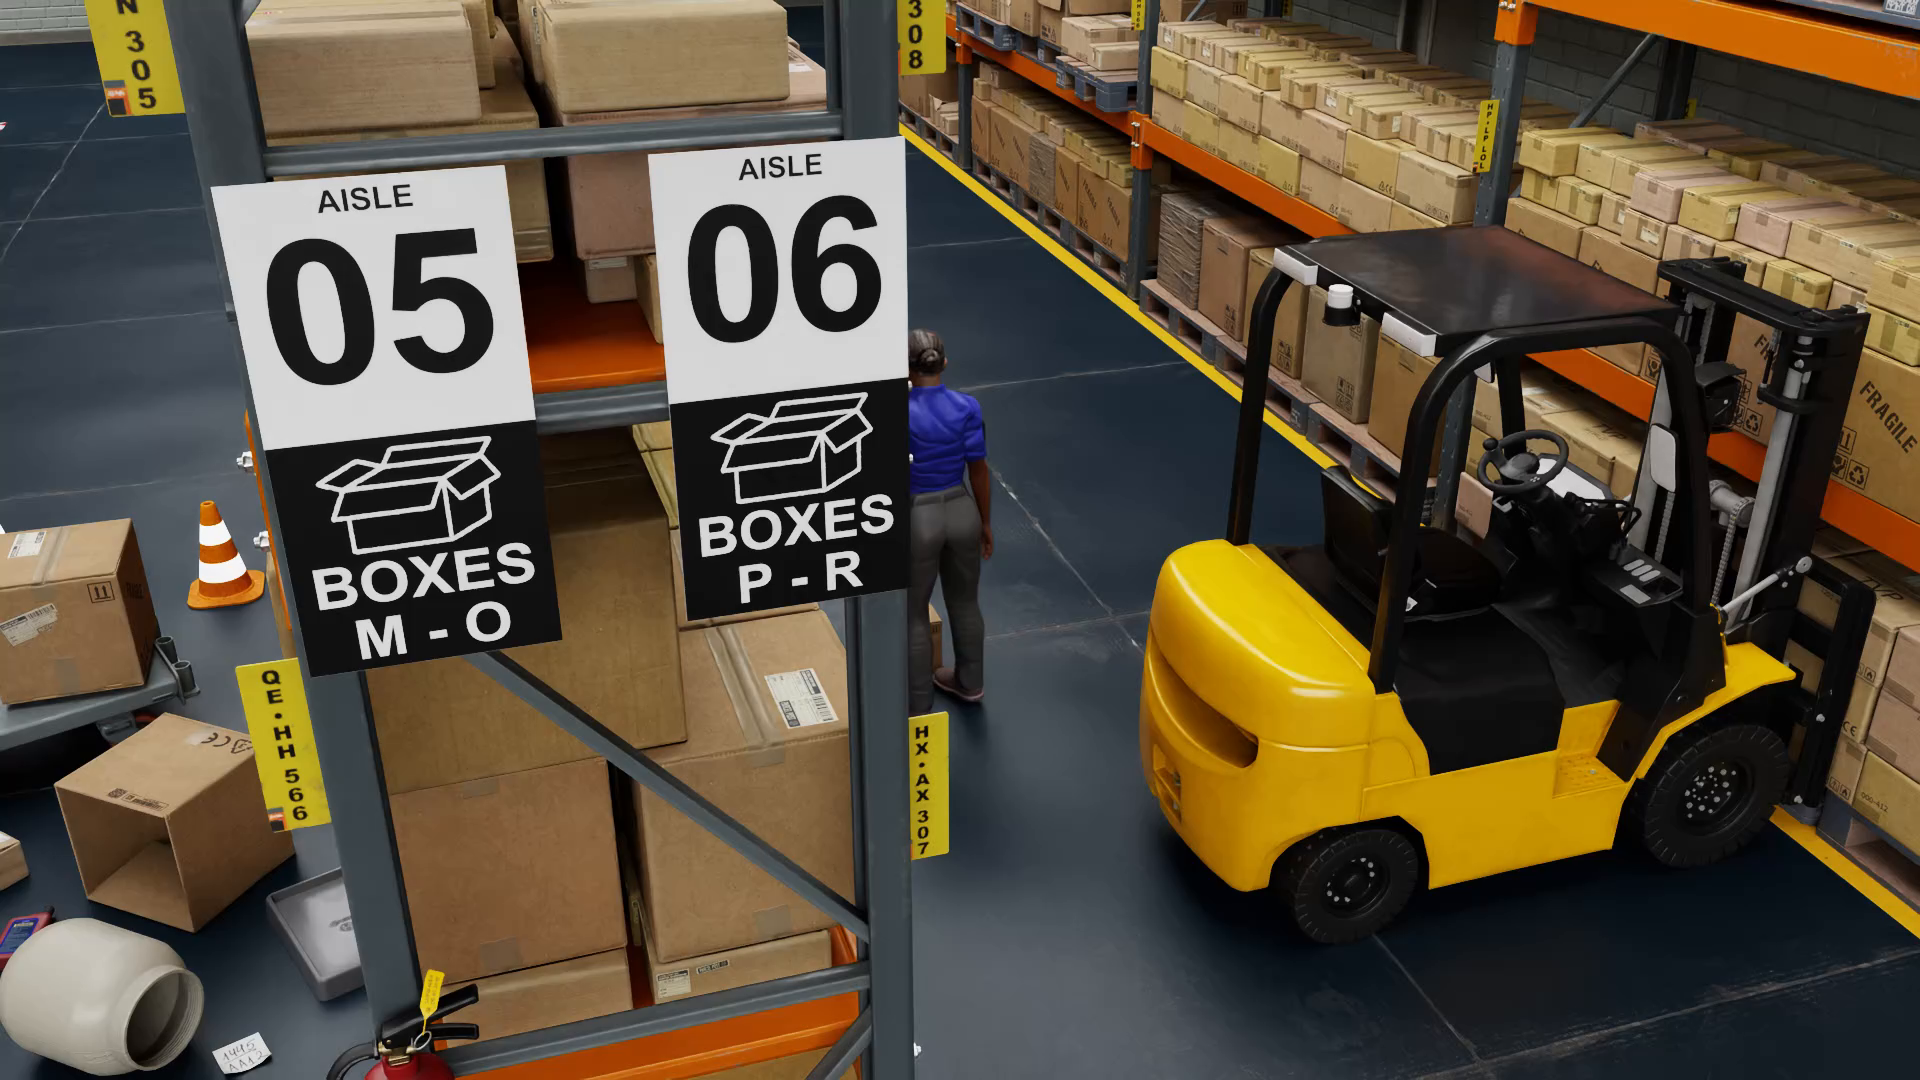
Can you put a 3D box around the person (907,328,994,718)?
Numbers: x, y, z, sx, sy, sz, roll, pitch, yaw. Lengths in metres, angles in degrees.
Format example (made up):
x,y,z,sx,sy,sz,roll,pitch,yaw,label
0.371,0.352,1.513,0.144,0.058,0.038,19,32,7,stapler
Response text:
x,y,z,sx,sy,sz,roll,pitch,yaw,label
-0.127,-0.042,6.687,0.480,1.639,0.368,-12,29,-23,person
